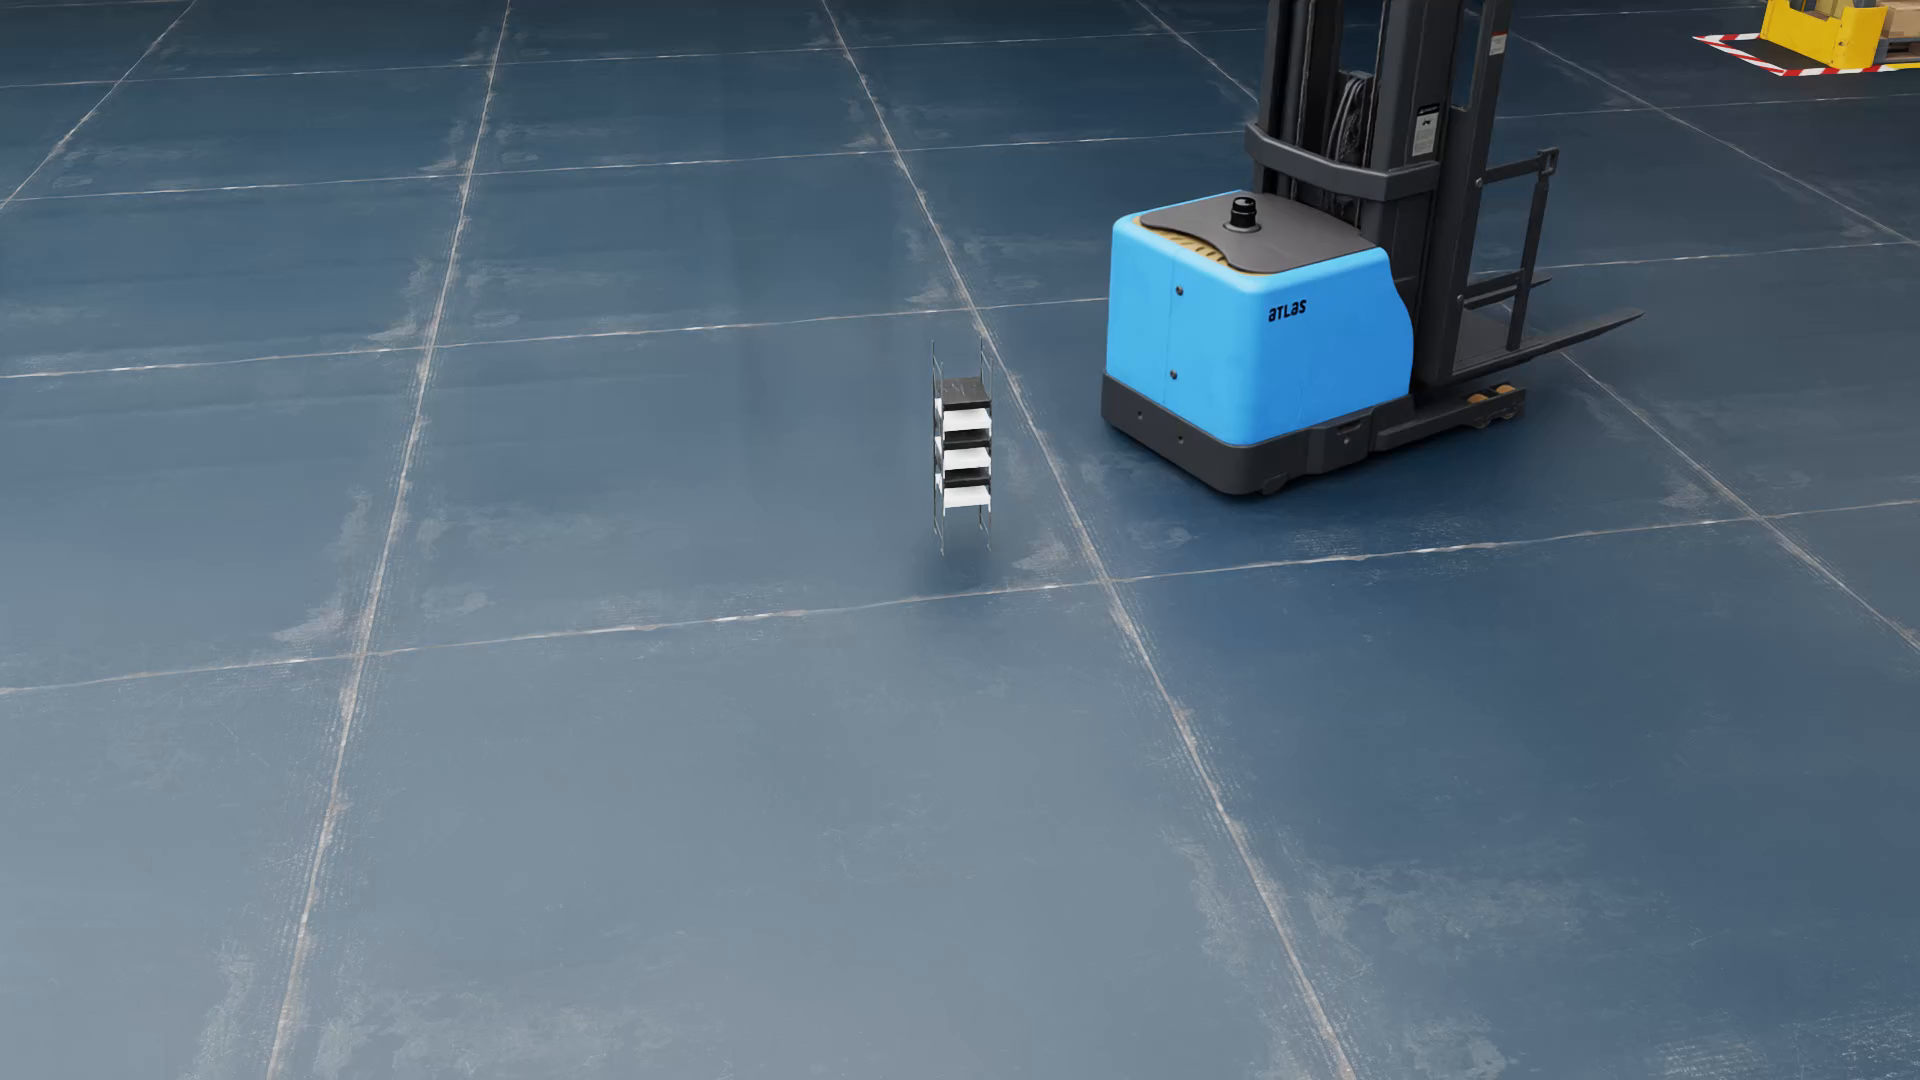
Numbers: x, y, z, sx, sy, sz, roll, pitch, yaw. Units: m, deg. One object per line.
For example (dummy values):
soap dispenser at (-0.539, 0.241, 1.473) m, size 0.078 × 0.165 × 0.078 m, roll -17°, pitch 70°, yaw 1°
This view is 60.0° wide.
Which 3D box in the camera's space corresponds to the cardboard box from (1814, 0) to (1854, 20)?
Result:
cardboard box at (7.938, -4.743, 14.656) m, size 0.500 × 0.250 × 0.500 m, roll -5°, pitch 31°, yaw -9°

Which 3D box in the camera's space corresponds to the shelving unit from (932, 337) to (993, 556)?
shelving unit at (0.008, -0.389, 7.023) m, size 0.210 × 0.900 × 0.258 m, roll -5°, pitch 31°, yaw -9°

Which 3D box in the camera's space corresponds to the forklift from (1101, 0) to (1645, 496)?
forklift at (2.207, -2.020, 7.793) m, size 3.031 × 2.935 × 1.130 m, roll -18°, pitch 35°, yaw -28°

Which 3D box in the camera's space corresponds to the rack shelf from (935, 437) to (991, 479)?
rack shelf at (0.008, -0.360, 7.040) m, size 0.200 × 0.077 × 0.258 m, roll -5°, pitch 31°, yaw -9°

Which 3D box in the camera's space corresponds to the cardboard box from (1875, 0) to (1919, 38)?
cardboard box at (8.031, -4.485, 14.217) m, size 0.500 × 0.250 × 0.500 m, roll -5°, pitch 31°, yaw -9°

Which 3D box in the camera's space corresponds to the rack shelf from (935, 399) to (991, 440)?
rack shelf at (0.008, -0.515, 6.949) m, size 0.200 × 0.077 × 0.258 m, roll -5°, pitch 31°, yaw -9°

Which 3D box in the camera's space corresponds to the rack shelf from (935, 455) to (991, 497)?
rack shelf at (0.008, -0.282, 7.086) m, size 0.200 × 0.077 × 0.258 m, roll -5°, pitch 31°, yaw -9°

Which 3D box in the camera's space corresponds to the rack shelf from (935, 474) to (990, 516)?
rack shelf at (0.008, -0.205, 7.131) m, size 0.200 × 0.077 × 0.258 m, roll -5°, pitch 31°, yaw -9°

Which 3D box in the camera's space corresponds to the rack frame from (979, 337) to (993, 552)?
rack frame at (0.108, -0.398, 7.039) m, size 0.006 × 0.900 × 0.240 m, roll -5°, pitch 31°, yaw -9°

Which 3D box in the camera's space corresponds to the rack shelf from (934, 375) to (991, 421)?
rack shelf at (0.008, -0.593, 6.903) m, size 0.200 × 0.077 × 0.258 m, roll -5°, pitch 31°, yaw -9°

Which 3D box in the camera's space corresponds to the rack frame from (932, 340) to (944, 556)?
rack frame at (-0.092, -0.379, 7.007) m, size 0.006 × 0.900 × 0.240 m, roll -5°, pitch 31°, yaw -9°

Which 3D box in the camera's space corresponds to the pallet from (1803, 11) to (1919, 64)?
pallet at (8.208, -4.440, 14.593) m, size 1.213 × 0.211 × 1.003 m, roll -5°, pitch 31°, yaw -9°

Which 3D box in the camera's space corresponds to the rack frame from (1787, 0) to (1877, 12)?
rack frame at (7.463, -5.551, 13.732) m, size 0.127 × 3.000 × 1.000 m, roll -5°, pitch 31°, yaw -9°

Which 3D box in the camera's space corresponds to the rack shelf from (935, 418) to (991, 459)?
rack shelf at (0.008, -0.437, 6.994) m, size 0.200 × 0.077 × 0.258 m, roll -5°, pitch 31°, yaw -9°

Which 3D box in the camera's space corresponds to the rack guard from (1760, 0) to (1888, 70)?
rack guard at (7.440, -4.472, 14.362) m, size 0.348 × 0.500 × 1.175 m, roll -5°, pitch 31°, yaw -9°
